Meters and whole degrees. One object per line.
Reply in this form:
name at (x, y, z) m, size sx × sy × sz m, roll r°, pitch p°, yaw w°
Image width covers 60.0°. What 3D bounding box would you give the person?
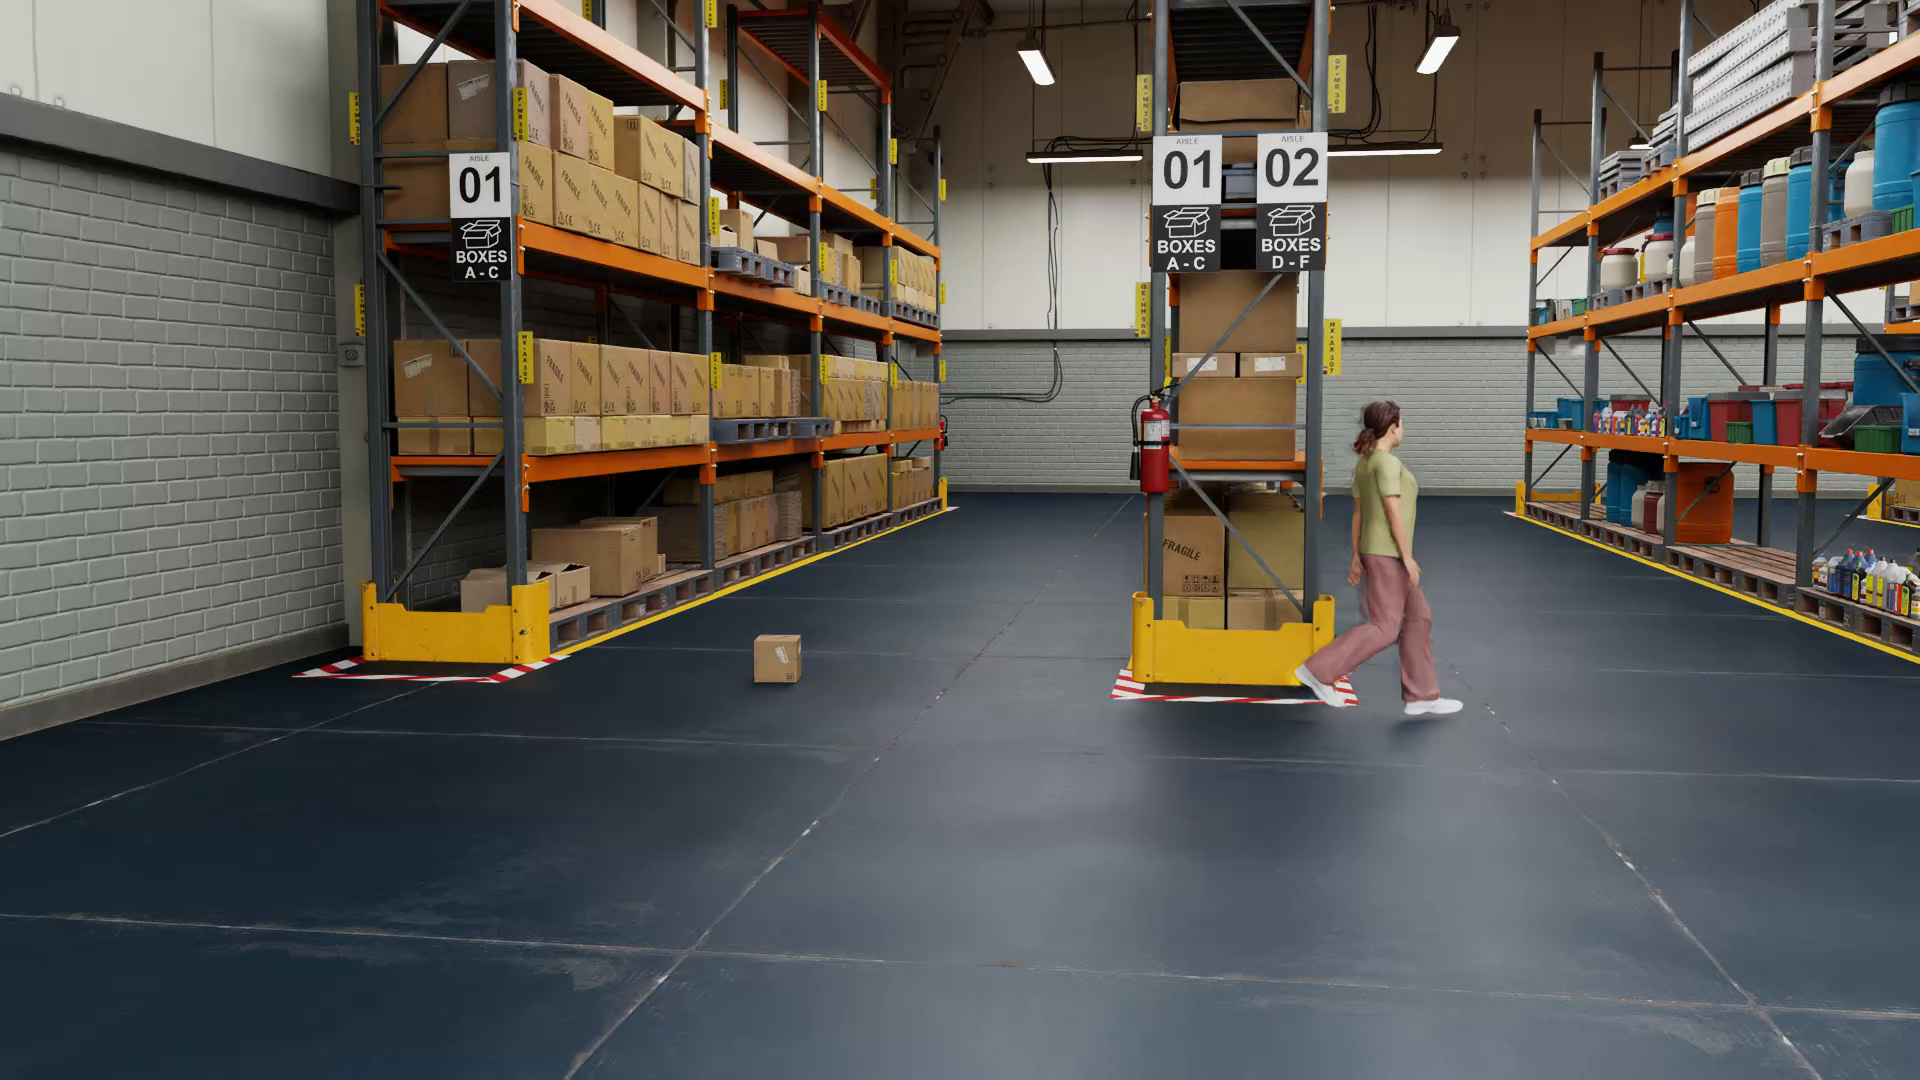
person at (2.180, 0.101, 8.640) m, size 0.889 × 1.625 × 0.474 m, roll 0°, pitch 5°, yaw 0°
